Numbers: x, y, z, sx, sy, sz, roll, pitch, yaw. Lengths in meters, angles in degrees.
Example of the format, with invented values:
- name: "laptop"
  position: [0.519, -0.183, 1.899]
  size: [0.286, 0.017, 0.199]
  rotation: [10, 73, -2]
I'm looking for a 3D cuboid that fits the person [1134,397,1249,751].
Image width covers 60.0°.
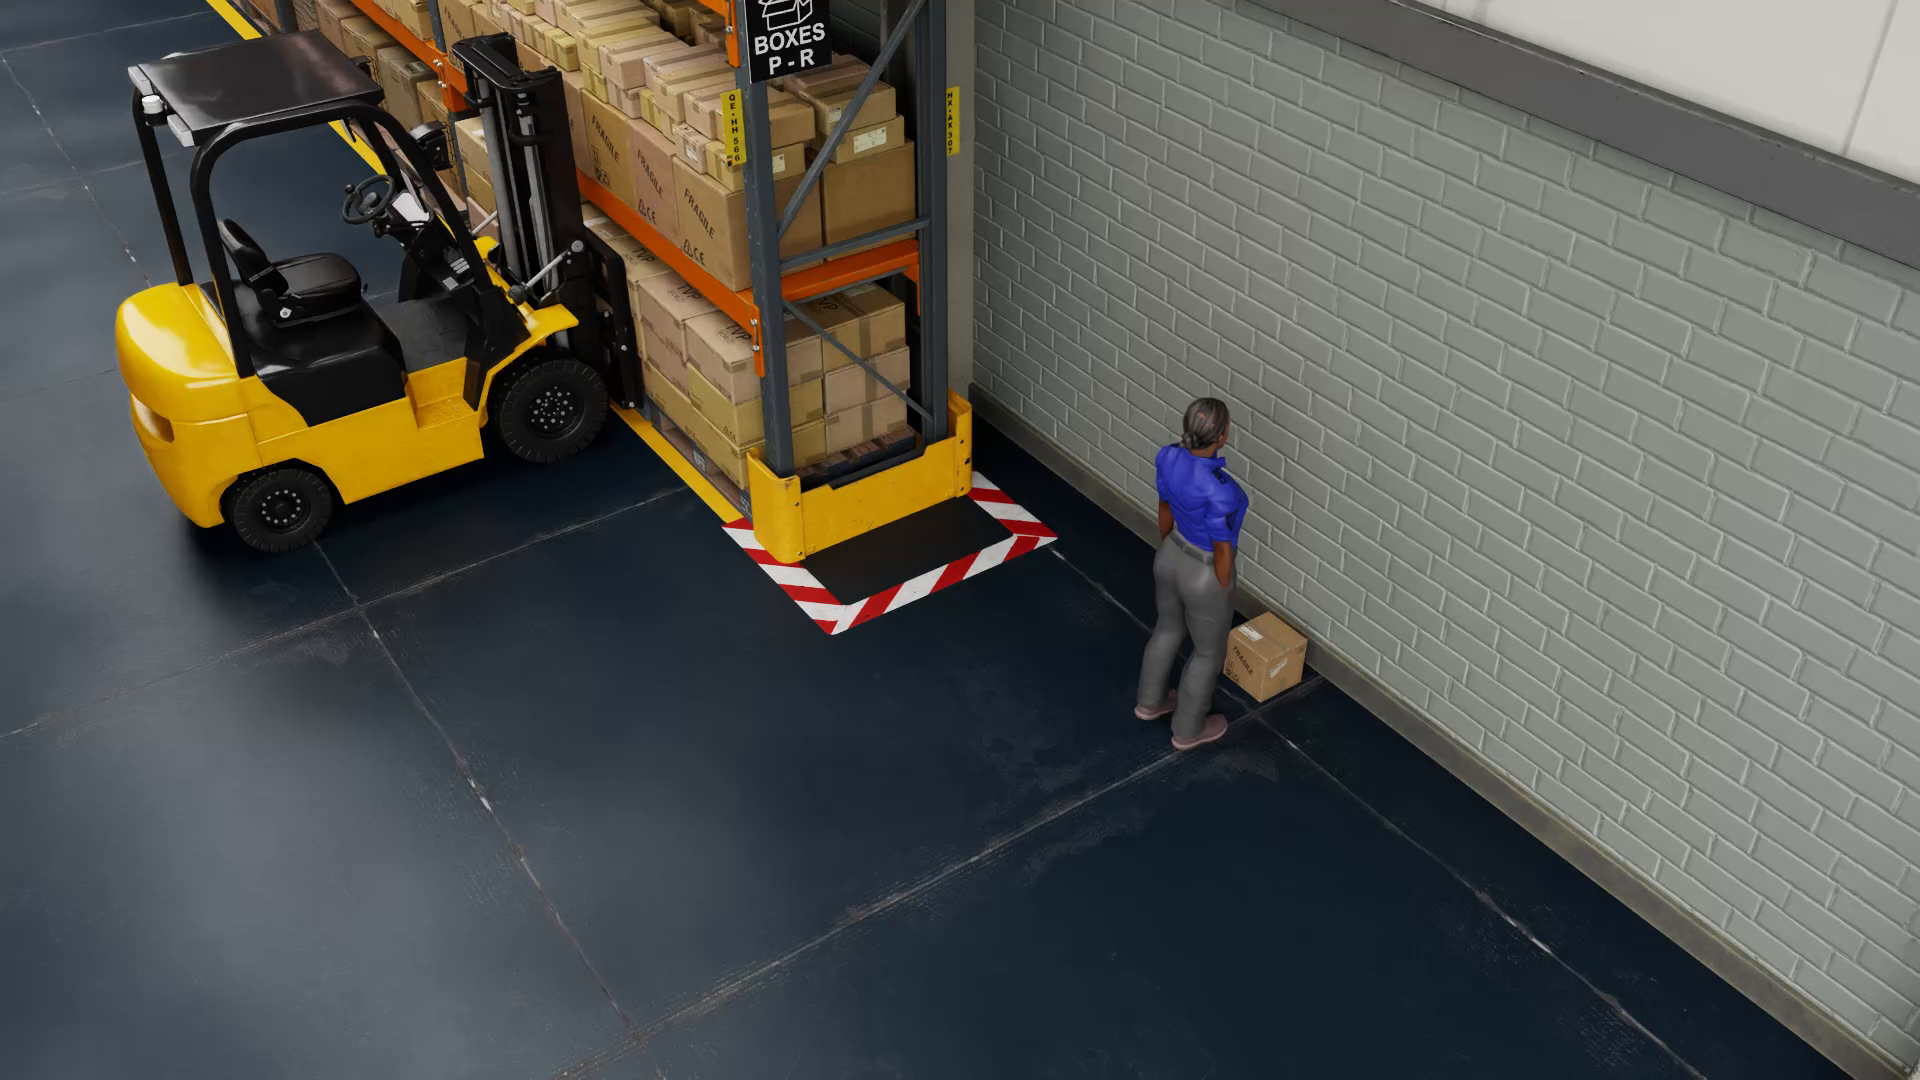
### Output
- name: "person"
  position: [0.960, 0.132, 6.843]
  size: [0.312, 1.672, 0.436]
  rotation: [-22, 42, -27]
